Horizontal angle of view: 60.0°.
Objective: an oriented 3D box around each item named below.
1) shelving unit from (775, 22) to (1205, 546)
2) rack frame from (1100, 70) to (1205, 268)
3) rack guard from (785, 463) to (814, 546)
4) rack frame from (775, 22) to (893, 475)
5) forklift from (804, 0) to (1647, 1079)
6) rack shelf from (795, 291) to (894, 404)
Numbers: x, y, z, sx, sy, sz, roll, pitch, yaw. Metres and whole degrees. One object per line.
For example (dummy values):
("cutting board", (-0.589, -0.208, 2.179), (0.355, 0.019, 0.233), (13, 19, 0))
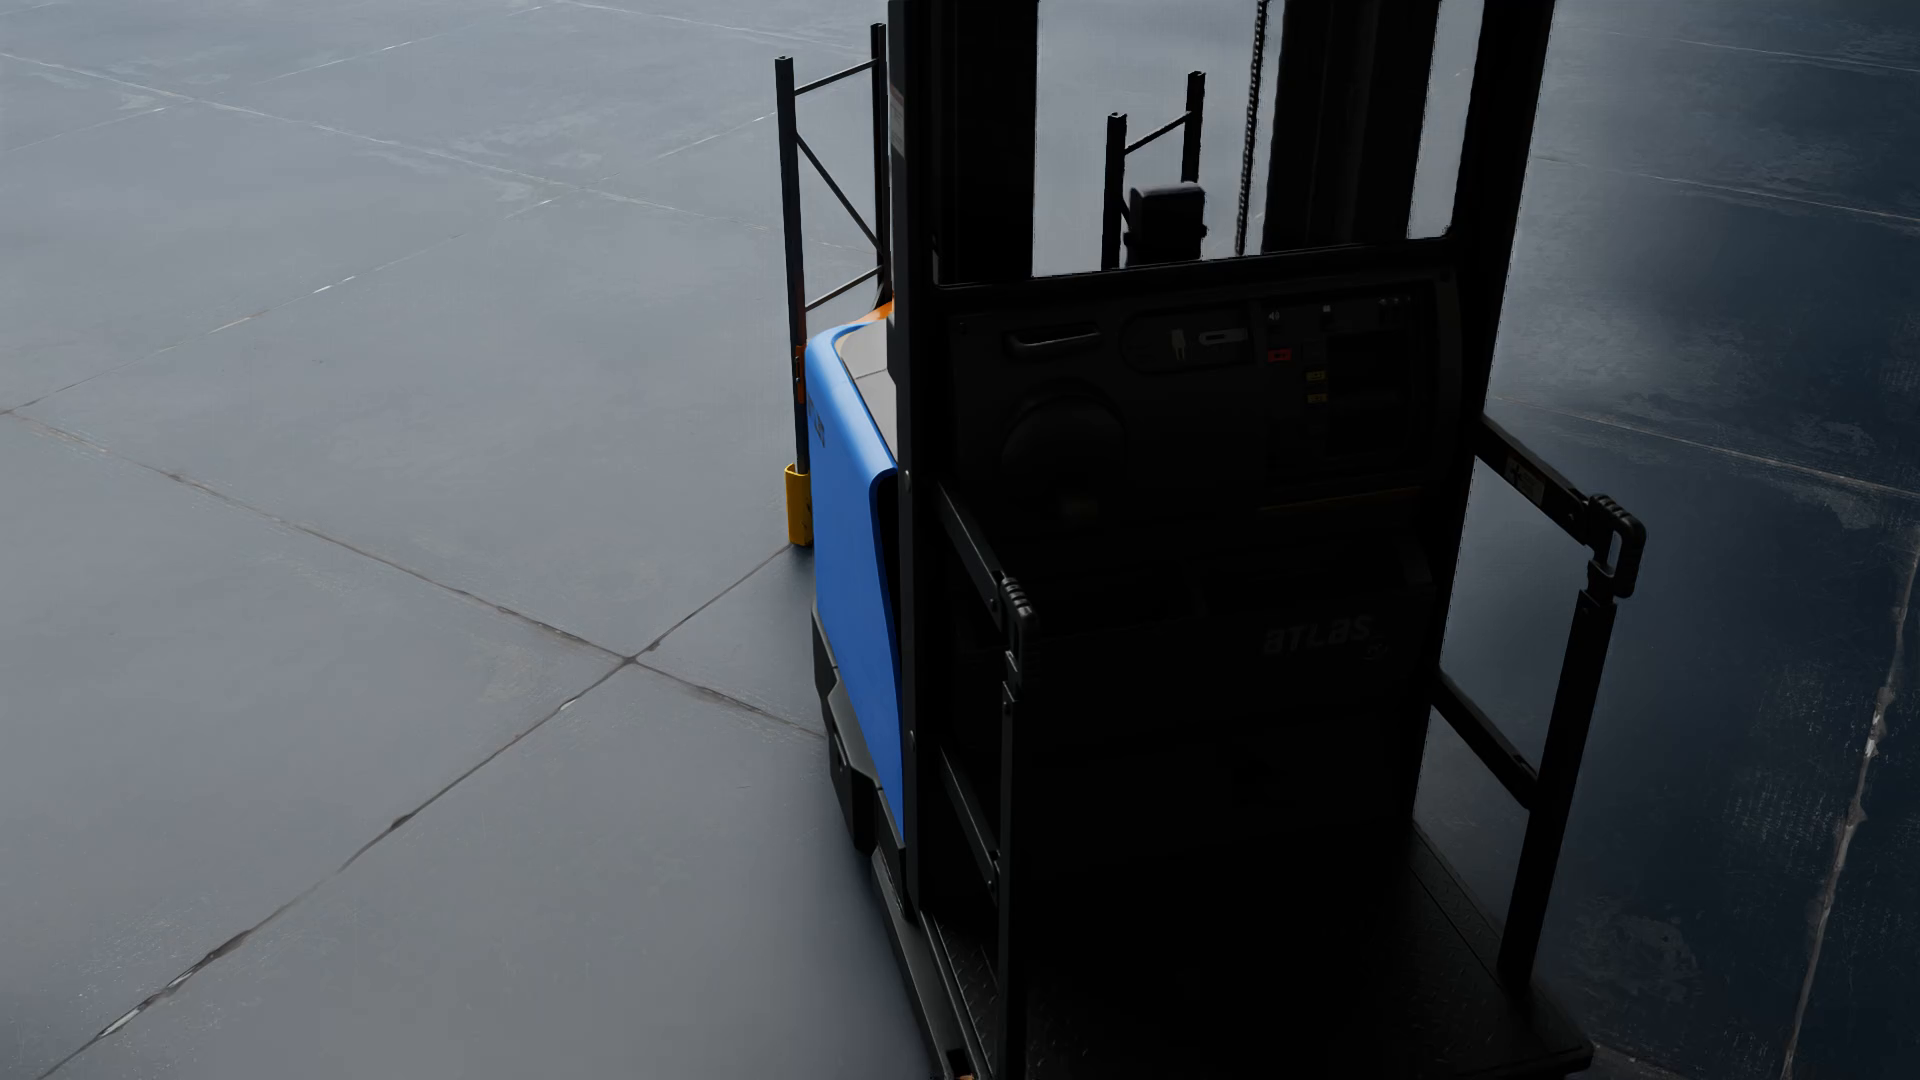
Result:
("shelving unit", (0.065, -0.627, 4.837), (1.083, 1.500, 0.587), (18, 35, 27))
("rack frame", (0.503, -0.489, 4.599), (0.032, 1.500, 0.500), (18, 35, 27))
("rack guard", (-0.357, -0.221, 5.381), (0.087, 0.250, 0.587), (18, 35, 27))
("rack frame", (-0.358, -0.761, 5.066), (0.032, 1.500, 0.500), (18, 35, 27))
("forklift", (0.494, -0.200, 2.684), (1.130, 2.935, 3.031), (-8, 31, -13))
("rack shelf", (0.072, -0.470, 4.924), (1.000, 0.185, 0.538), (18, 35, 27))
